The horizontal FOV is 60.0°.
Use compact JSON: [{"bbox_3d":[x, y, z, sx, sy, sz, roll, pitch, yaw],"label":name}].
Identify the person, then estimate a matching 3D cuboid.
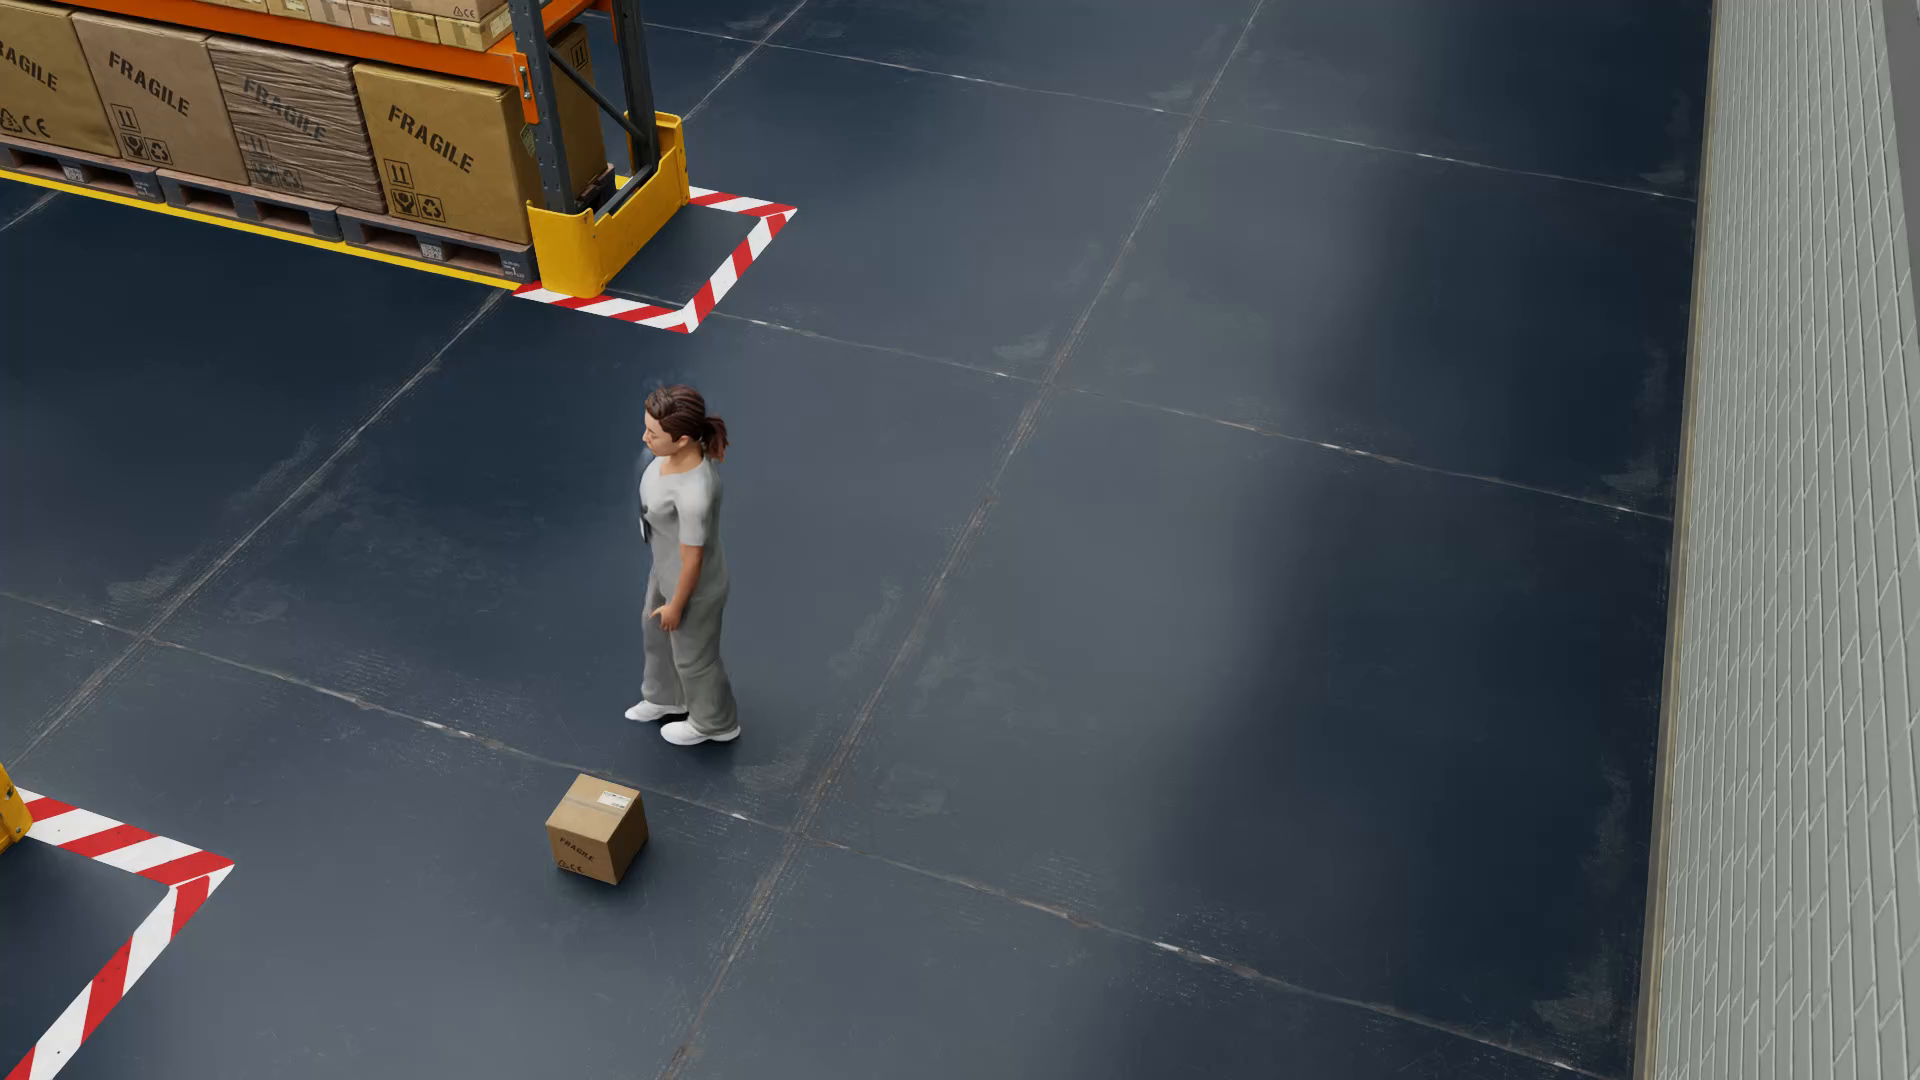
[{"bbox_3d":[-1.110,0.161,5.974,0.632,1.675,0.438,-11,43,-12],"label":"person"}]
